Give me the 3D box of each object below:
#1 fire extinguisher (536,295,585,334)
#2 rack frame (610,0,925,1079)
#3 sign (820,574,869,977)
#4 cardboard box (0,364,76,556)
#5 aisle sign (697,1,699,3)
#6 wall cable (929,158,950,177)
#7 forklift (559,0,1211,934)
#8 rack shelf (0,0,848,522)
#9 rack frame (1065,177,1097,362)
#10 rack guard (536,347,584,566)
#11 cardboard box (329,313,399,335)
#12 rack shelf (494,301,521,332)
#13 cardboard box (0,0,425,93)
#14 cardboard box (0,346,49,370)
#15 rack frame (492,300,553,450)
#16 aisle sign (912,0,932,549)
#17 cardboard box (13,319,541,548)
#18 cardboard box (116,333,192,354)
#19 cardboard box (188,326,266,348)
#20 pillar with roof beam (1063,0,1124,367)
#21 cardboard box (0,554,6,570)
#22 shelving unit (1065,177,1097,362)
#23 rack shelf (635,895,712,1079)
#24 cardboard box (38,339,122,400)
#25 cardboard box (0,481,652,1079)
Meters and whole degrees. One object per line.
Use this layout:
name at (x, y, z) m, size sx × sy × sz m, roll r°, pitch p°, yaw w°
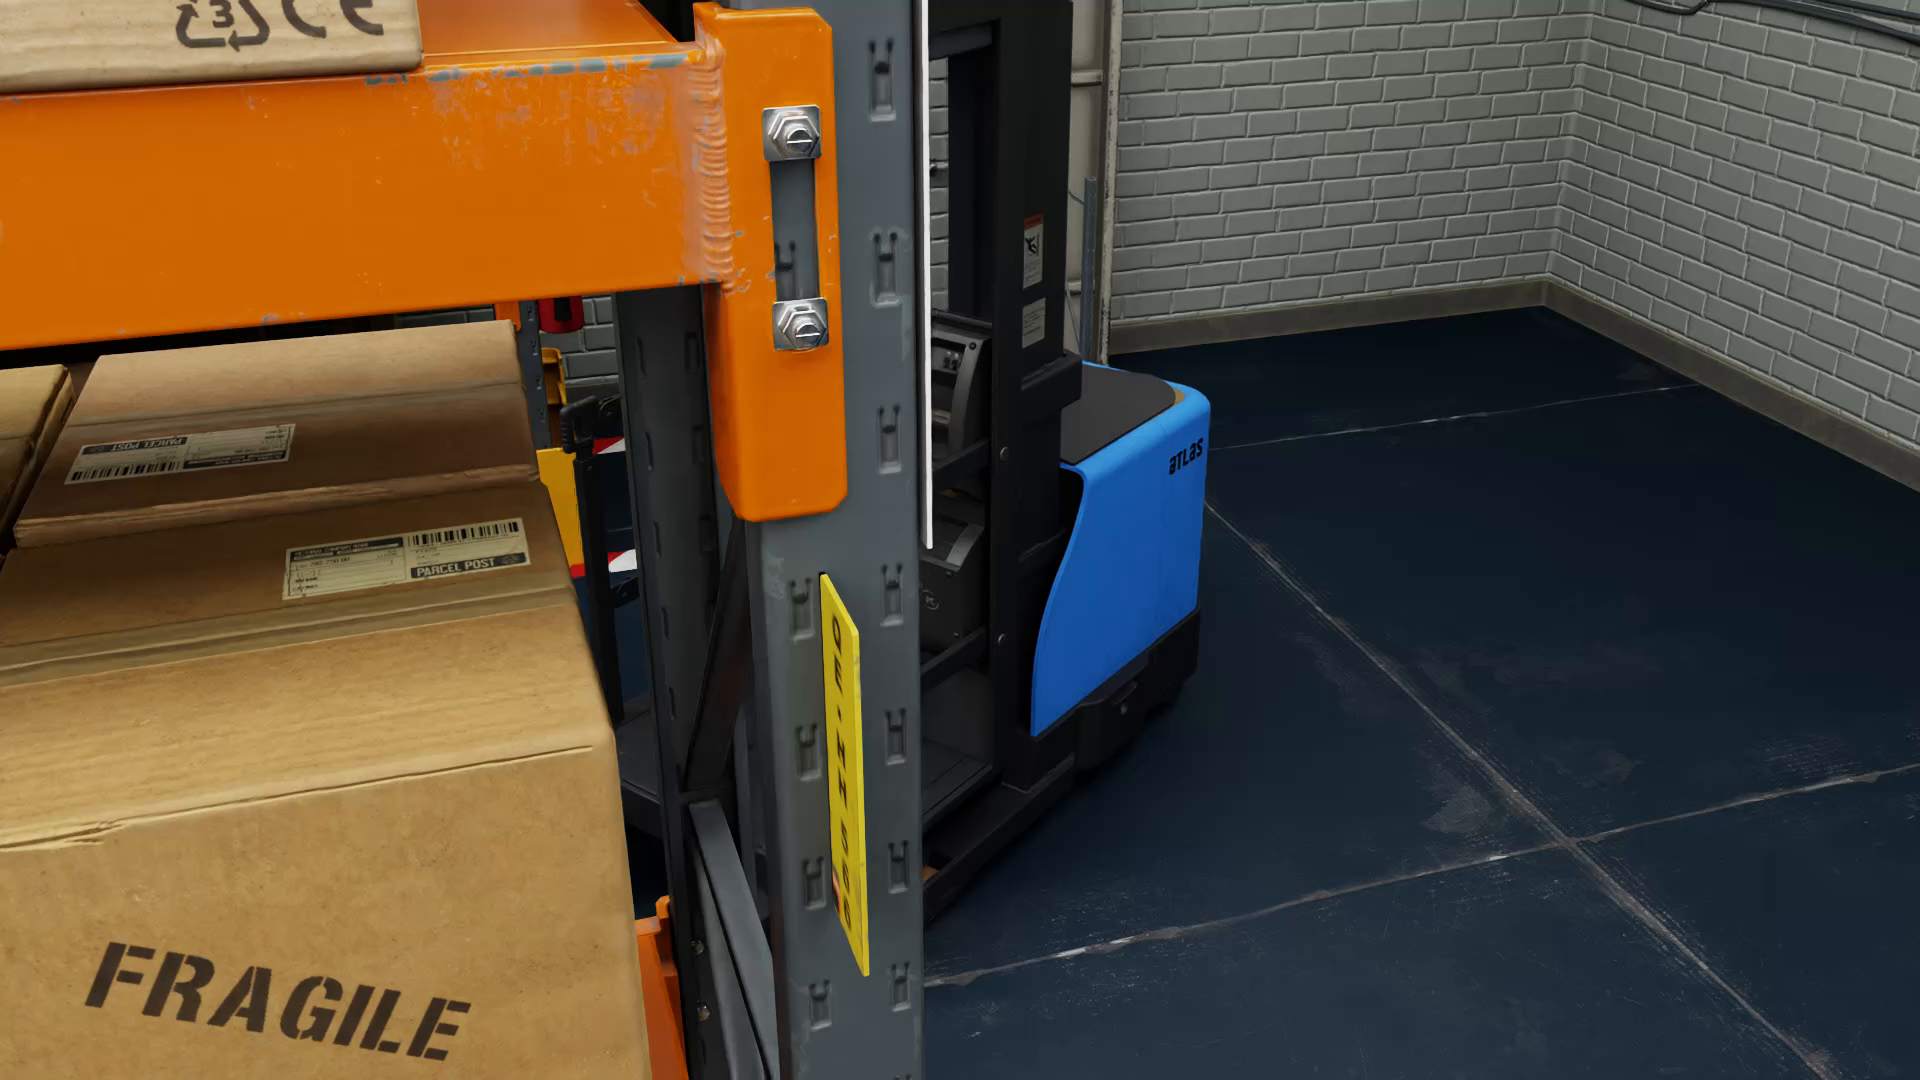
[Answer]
fire extinguisher at (-1.496, -1.103, 6.104) m, size 0.183 × 0.674 × 0.296 m, roll -8°, pitch 28°, yaw -16°
rack frame at (-0.246, 0.614, 2.140) m, size 0.053 × 2.616 × 0.949 m, roll -8°, pitch 28°, yaw -16°
sign at (-0.092, 0.192, 1.332) m, size 0.005 × 0.325 × 0.100 m, roll -8°, pitch 28°, yaw -16°
cardboard box at (-1.243, 0.147, 1.843) m, size 0.500 × 0.500 × 0.500 m, roll -8°, pitch 27°, yaw -16°
aisle sign at (-0.271, -0.683, 1.828) m, size 0.004 × 0.787 × 0.394 m, roll -8°, pitch 28°, yaw -16°
wall cable at (-0.858, -2.510, 7.290) m, size 1.851 × 1.984 × 0.084 m, roll -8°, pitch 28°, yaw -16°
forklift at (-0.461, -0.426, 4.312) m, size 1.130 × 2.935 × 3.031 m, roll 18°, pitch 32°, yaw 32°
rack shelf at (-2.146, -0.131, 1.076) m, size 4.000 × 0.370 × 1.077 m, roll -8°, pitch 28°, yaw -16°
rack frame at (0.402, -0.730, 6.534) m, size 0.032 × 1.500 × 0.500 m, roll -8°, pitch 28°, yaw -16°
rack guard at (-1.759, -0.362, 6.918) m, size 0.348 × 0.500 × 1.175 m, roll -8°, pitch 28°, yaw -16°
cardboard box at (-2.360, -0.801, 6.599) m, size 0.250 × 0.149 × 0.380 m, roll -8°, pitch 28°, yaw -16°
rack shelf at (-3.684, -0.881, 5.961) m, size 4.000 × 0.370 × 1.077 m, roll -8°, pitch 28°, yaw -16°
cardboard box at (-0.652, -0.479, 1.137) m, size 0.500 × 0.250 × 0.500 m, roll -8°, pitch 28°, yaw -16°
cardboard box at (-3.565, -0.626, 6.246) m, size 0.250 × 0.149 × 0.380 m, roll -8°, pitch 27°, yaw -16°
rack frame at (-1.782, -1.479, 6.355) m, size 0.127 × 3.000 × 1.000 m, roll -8°, pitch 28°, yaw -16°
aisle sign at (-0.085, -0.429, 1.317) m, size 0.004 × 0.787 × 0.394 m, roll -8°, pitch 28°, yaw -16°
cardboard box at (-0.748, 0.072, 1.994) m, size 0.500 × 0.500 × 0.500 m, roll -7°, pitch 27°, yaw -15°
cardboard box at (-3.080, -0.696, 6.389) m, size 0.250 × 0.149 × 0.380 m, roll -8°, pitch 28°, yaw -16°
cardboard box at (-2.841, -0.731, 6.458) m, size 0.250 × 0.149 × 0.380 m, roll -8°, pitch 28°, yaw -16°
pillar with roof beam at (1.850, -3.083, 2.840) m, size 0.400 × 9.000 × 9.100 m, roll -8°, pitch 28°, yaw -16°
cardboard box at (-1.063, 0.370, 1.394) m, size 0.500 × 0.500 × 0.500 m, roll -7°, pitch 27°, yaw -15°
shelving unit at (-0.081, -0.660, 6.393) m, size 1.048 × 1.500 × 0.538 m, roll -8°, pitch 28°, yaw -16°
rack shelf at (-2.146, 1.213, 1.743) m, size 4.000 × 0.370 × 1.077 m, roll -8°, pitch 28°, yaw -16°
cardboard box at (-3.321, -0.661, 6.318) m, size 0.250 × 0.149 × 0.380 m, roll -8°, pitch 27°, yaw -15°
cardboard box at (-0.583, 0.300, 1.535) m, size 0.500 × 0.500 × 0.500 m, roll -8°, pitch 28°, yaw -17°
